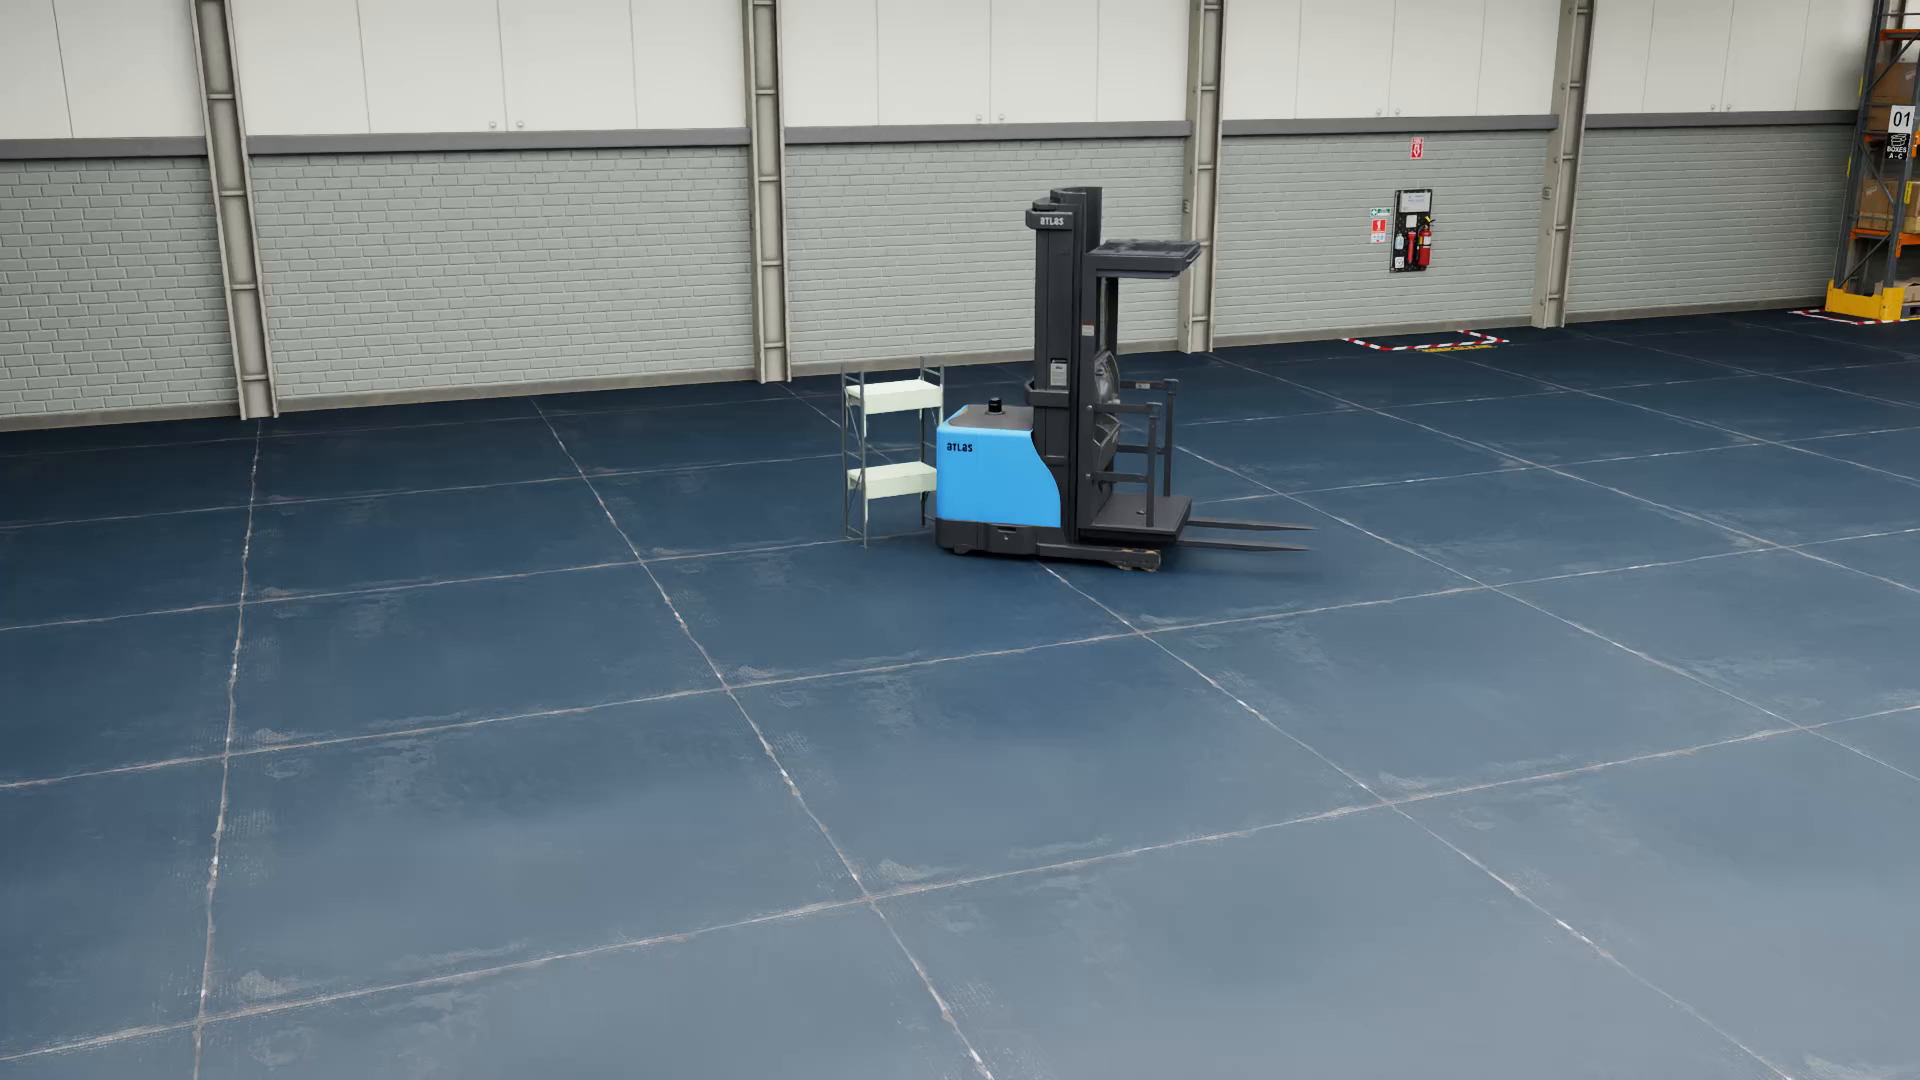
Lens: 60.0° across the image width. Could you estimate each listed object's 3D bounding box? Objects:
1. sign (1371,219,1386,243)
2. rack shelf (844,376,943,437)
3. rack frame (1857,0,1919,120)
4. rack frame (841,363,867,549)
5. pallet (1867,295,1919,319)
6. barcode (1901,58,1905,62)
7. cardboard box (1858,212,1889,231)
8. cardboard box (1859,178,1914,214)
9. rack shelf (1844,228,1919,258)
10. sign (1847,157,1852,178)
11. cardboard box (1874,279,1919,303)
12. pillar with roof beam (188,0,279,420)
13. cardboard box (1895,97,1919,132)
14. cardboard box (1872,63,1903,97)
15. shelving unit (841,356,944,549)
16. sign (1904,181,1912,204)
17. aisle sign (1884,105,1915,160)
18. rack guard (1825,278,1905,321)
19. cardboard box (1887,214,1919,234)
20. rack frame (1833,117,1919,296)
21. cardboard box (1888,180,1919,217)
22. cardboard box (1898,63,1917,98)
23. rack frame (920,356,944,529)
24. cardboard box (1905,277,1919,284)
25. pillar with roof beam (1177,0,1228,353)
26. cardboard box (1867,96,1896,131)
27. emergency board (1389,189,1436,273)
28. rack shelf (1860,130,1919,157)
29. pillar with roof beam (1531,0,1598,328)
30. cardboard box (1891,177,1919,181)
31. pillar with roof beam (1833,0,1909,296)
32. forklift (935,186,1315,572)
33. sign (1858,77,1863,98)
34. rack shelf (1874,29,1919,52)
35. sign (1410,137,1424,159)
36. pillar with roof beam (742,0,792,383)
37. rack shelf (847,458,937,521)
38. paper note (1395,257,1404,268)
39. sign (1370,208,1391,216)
[{"bbox_3d":[5.977,-4.414,23.743,0.234,0.329,0.001,-6,17,-20],"label":"sign"},{"bbox_3d":[-0.558,-1.118,13.857,0.720,0.370,0.431,-9,18,-27],"label":"rack shelf"},{"bbox_3d":[14.110,-7.850,24.859,0.127,3.000,1.000,-6,17,-20],"label":"rack frame"},{"bbox_3d":[-0.881,-0.694,13.801,0.023,1.500,0.400,-9,18,-27],"label":"rack frame"},{"bbox_3d":[14.952,-3.714,26.371,1.213,0.211,1.003,-6,17,-20],"label":"pallet"},{"bbox_3d":[14.594,-7.429,25.734,0.075,0.075,0.001,-6,17,-20],"label":"barcode"},{"bbox_3d":[14.477,-5.007,26.057,0.500,0.250,0.500,-6,17,-19],"label":"cardboard box"},{"bbox_3d":[14.474,-5.372,25.969,0.500,0.500,0.500,-6,18,-21],"label":"cardboard box"},{"bbox_3d":[15.977,-4.828,26.492,4.000,0.370,1.077,-6,17,-20],"label":"rack shelf"},{"bbox_3d":[13.930,-5.827,26.001,0.005,0.325,0.100,-6,17,-20],"label":"sign"},{"bbox_3d":[14.788,-3.939,26.178,0.500,0.311,0.500,-8,18,-26],"label":"cardboard box"},{"bbox_3d":[-6.417,-4.596,13.777,0.400,9.000,9.100,-6,17,-20],"label":"pillar with roof beam"},{"bbox_3d":[14.511,-6.436,25.156,0.500,0.500,0.500,-6,17,-19],"label":"cardboard box"},{"bbox_3d":[14.419,-7.060,25.506,0.500,0.500,0.500,-5,17,-18],"label":"cardboard box"},{"bbox_3d":[-0.558,-0.743,13.967,0.755,1.500,0.431,-9,18,-27],"label":"shelving unit"},{"bbox_3d":[14.304,-5.244,25.096,0.005,0.325,0.100,-6,17,-20],"label":"sign"},{"bbox_3d":[14.150,-6.133,25.045,0.004,0.787,0.394,-6,17,-20],"label":"aisle sign"},{"bbox_3d":[14.181,-3.780,26.083,0.348,0.500,1.175,-6,17,-20],"label":"rack guard"},{"bbox_3d":[14.679,-4.875,25.606,0.500,0.250,0.500,-7,18,-22],"label":"cardboard box"},{"bbox_3d":[14.110,-4.972,25.704,0.127,3.000,1.000,-6,17,-20],"label":"rack frame"},{"bbox_3d":[14.663,-5.238,25.512,0.500,0.500,0.500,-6,17,-20],"label":"cardboard box"},{"bbox_3d":[14.556,-6.923,25.039,0.500,0.500,0.500,-8,18,-24],"label":"cardboard box"},{"bbox_3d":[-0.235,-0.792,14.133,0.023,1.500,0.400,-9,18,-27],"label":"rack frame"},{"bbox_3d":[15.320,-3.996,26.374,0.500,0.311,0.500,-5,17,-15],"label":"cardboard box"},{"bbox_3d":[4.789,-5.806,17.897,0.400,9.000,9.100,-6,17,-20],"label":"pillar with roof beam"},{"bbox_3d":[14.409,-6.577,25.635,0.500,0.500,0.500,-5,17,-16],"label":"cardboard box"},{"bbox_3d":[6.530,-4.426,23.845,0.643,1.169,0.194,-6,17,-20],"label":"emergency board"},{"bbox_3d":[15.977,-6.267,26.070,4.000,0.370,1.077,-6,17,-20],"label":"rack shelf"},{"bbox_3d":[10.392,-6.411,19.957,0.400,9.000,9.100,-6,17,-20],"label":"pillar with roof beam"},{"bbox_3d":[14.947,-5.421,26.133,0.500,0.500,0.500,-6,17,-19],"label":"cardboard box"},{"bbox_3d":[15.994,-7.016,22.017,0.400,9.000,9.100,-6,17,-20],"label":"pillar with roof beam"},{"bbox_3d":[1.371,-1.318,13.385,3.031,2.935,1.130,4,17,14],"label":"forklift"},{"bbox_3d":[13.930,-6.984,25.661,0.005,0.325,0.100,-6,17,-20],"label":"sign"},{"bbox_3d":[15.977,-7.705,25.648,4.000,0.370,1.077,-6,17,-20],"label":"rack shelf"},{"bbox_3d":[6.487,-5.563,23.605,0.199,0.298,0.001,-6,17,-20],"label":"sign"},{"bbox_3d":[-0.814,-5.201,15.837,0.400,9.000,9.100,-6,17,-20],"label":"pillar with roof beam"},{"bbox_3d":[-0.558,-0.430,14.059,0.720,0.370,0.431,-9,18,-27],"label":"rack shelf"},{"bbox_3d":[6.340,-4.003,23.971,0.142,0.148,0.016,-6,17,-20],"label":"paper note"},{"bbox_3d":[5.984,-4.667,23.662,0.331,0.109,0.001,-6,17,-20],"label":"sign"}]
